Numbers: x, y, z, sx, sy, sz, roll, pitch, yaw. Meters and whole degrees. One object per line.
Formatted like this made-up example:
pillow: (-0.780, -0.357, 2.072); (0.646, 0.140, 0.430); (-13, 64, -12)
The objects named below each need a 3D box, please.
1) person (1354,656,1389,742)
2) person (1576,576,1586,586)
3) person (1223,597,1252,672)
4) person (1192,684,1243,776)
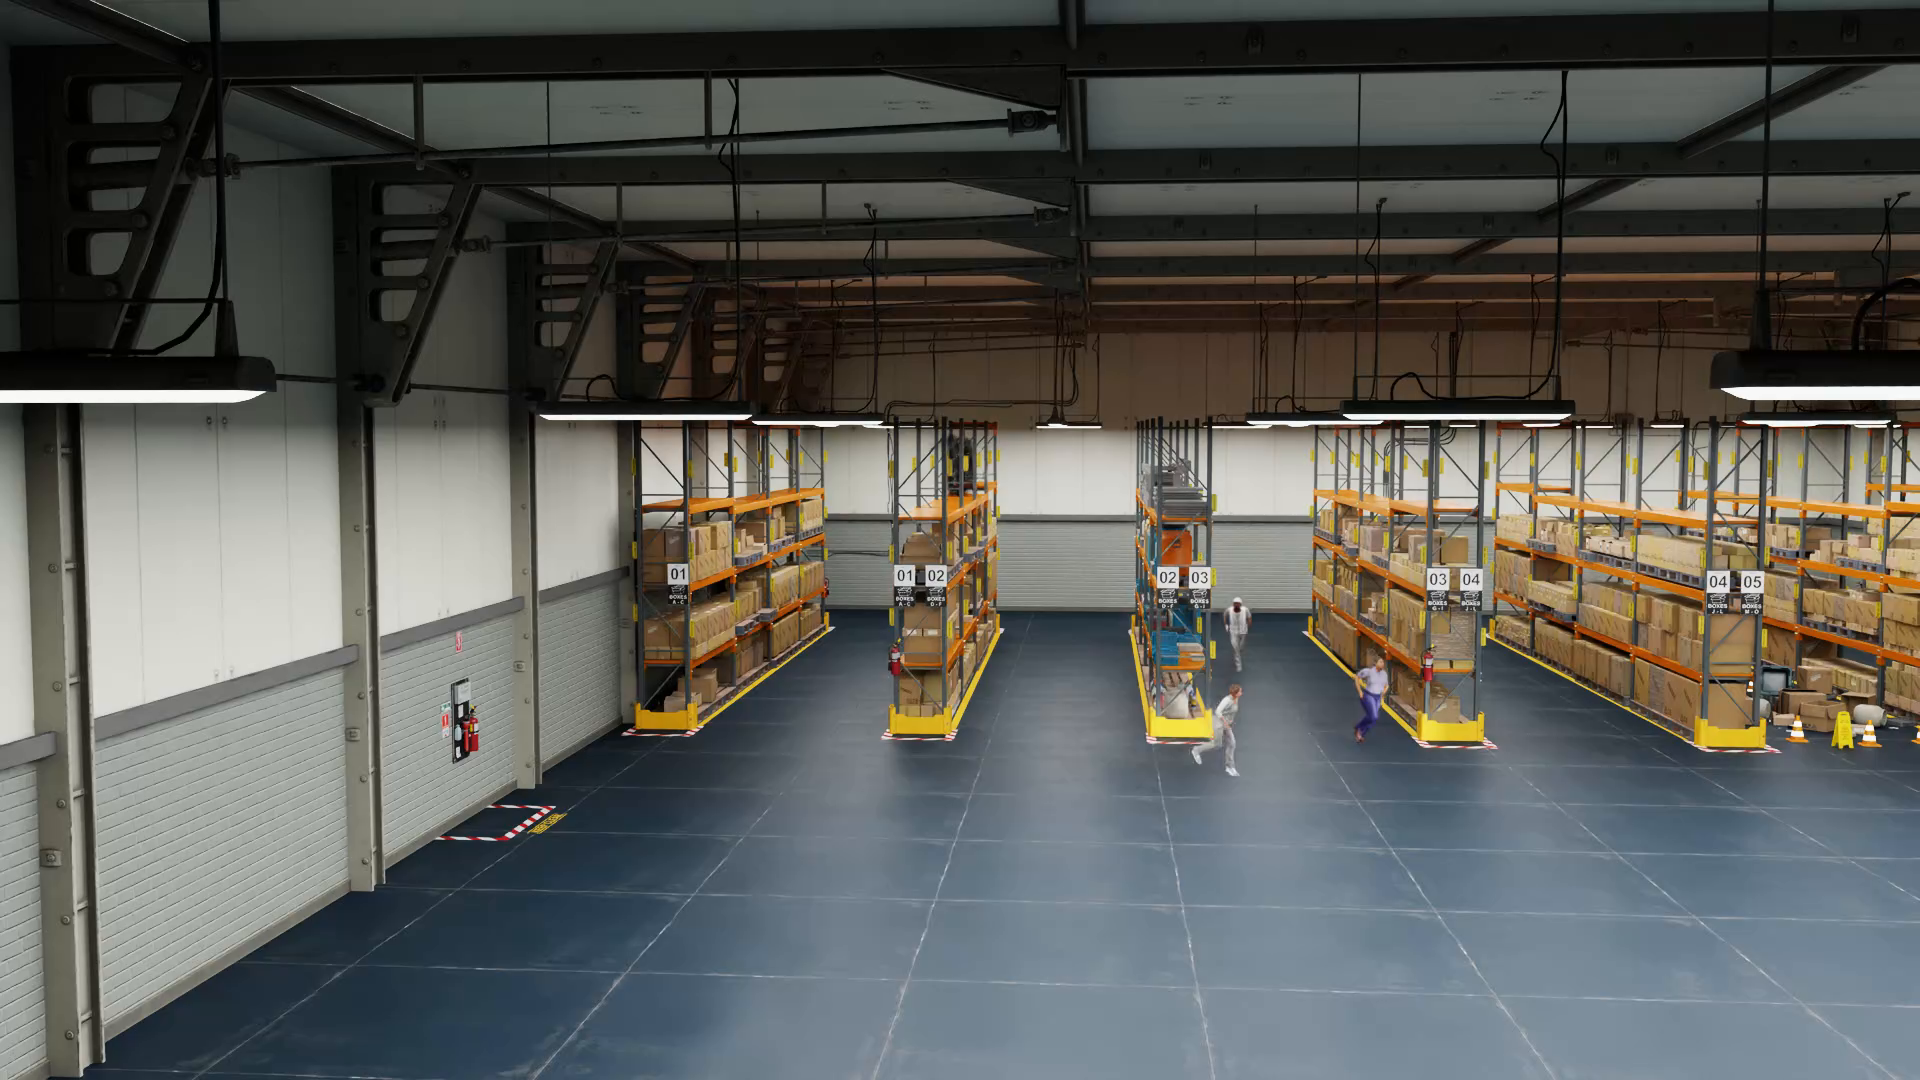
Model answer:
person: (7.601, 2.940, 30.607); (0.610, 1.586, 0.578); (-2, 4, -26)
person: (17.022, 1.884, 45.771); (0.766, 1.692, 0.818); (-1, 4, -14)
person: (6.677, 2.243, 40.052); (0.680, 1.769, 1.101); (0, 4, 2)
person: (4.313, 3.171, 27.901); (0.896, 1.519, 0.559); (2, 4, 30)
